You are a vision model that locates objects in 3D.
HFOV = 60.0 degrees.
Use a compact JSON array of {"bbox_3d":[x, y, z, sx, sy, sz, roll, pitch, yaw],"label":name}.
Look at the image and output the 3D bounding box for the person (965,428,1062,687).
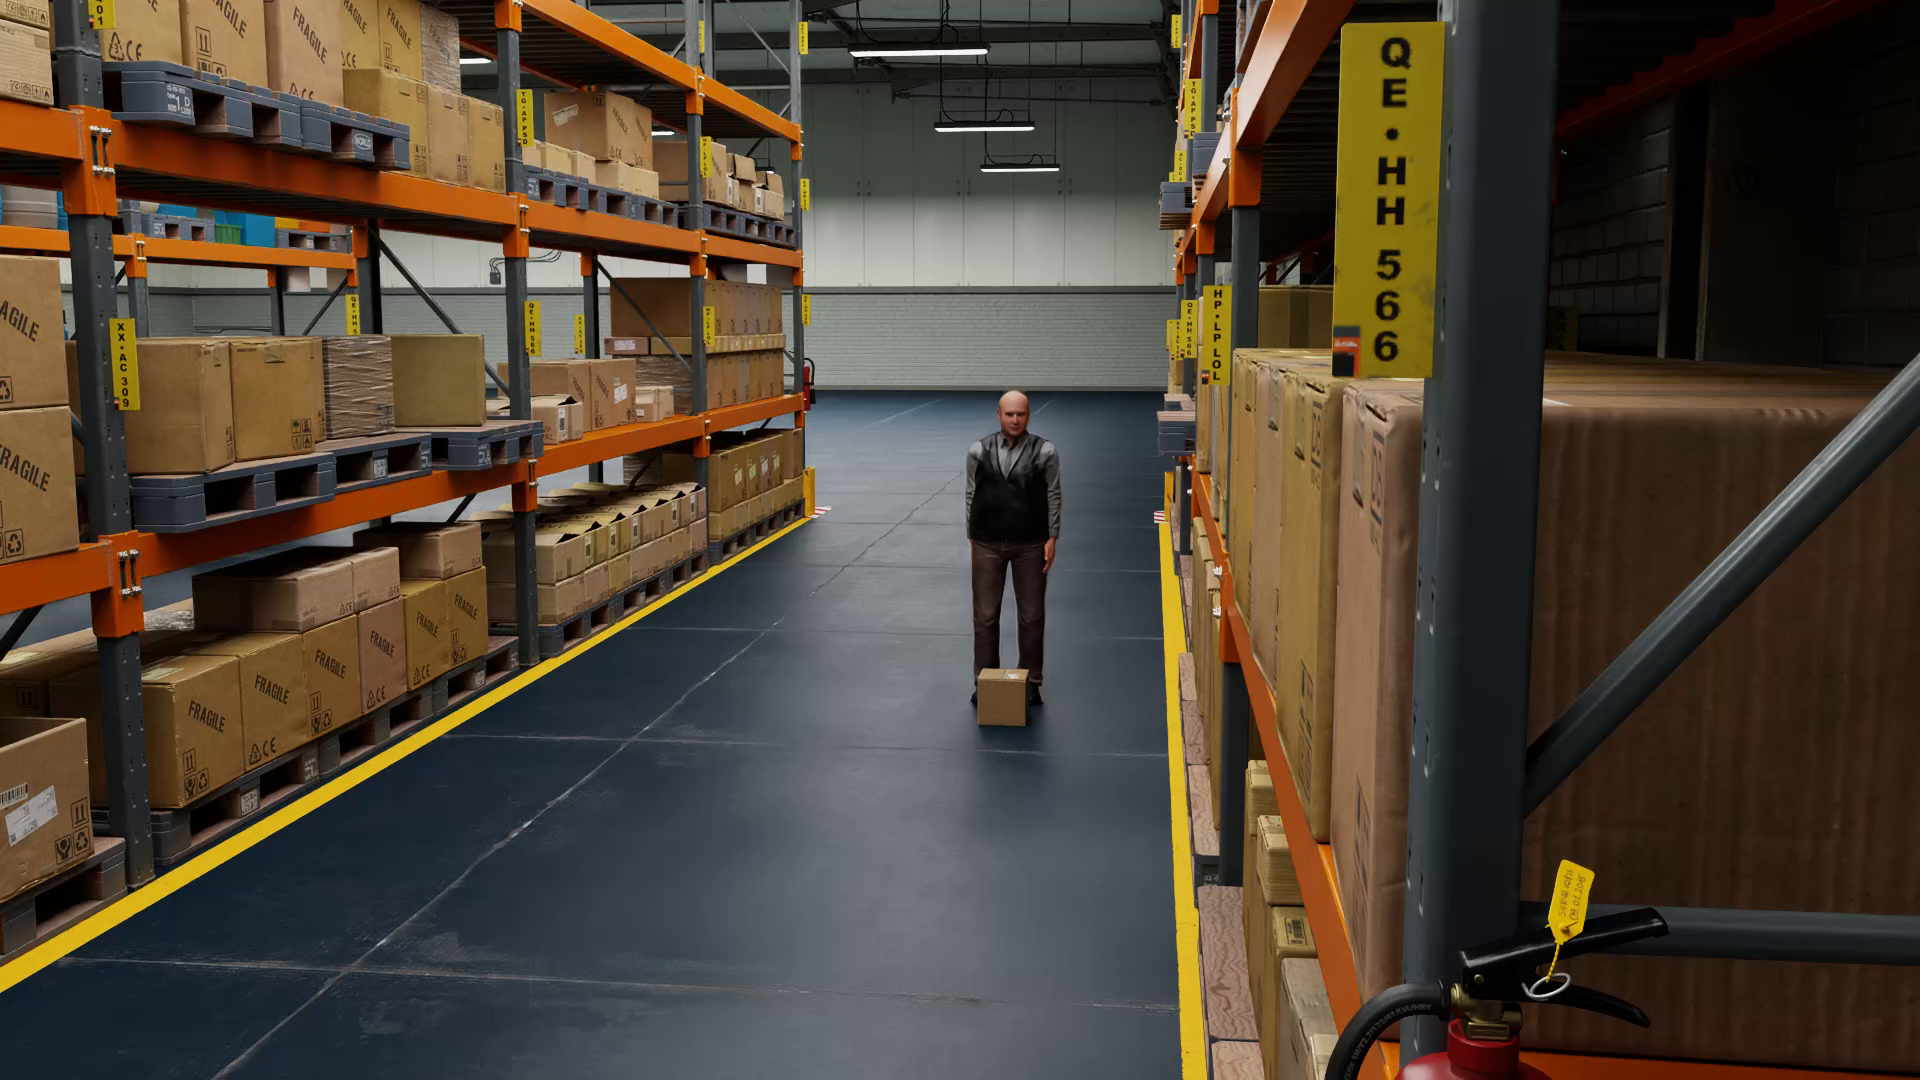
[{"bbox_3d":[0.291,0.109,9.132,0.533,1.453,0.358,1,8,7],"label":"person"}]
